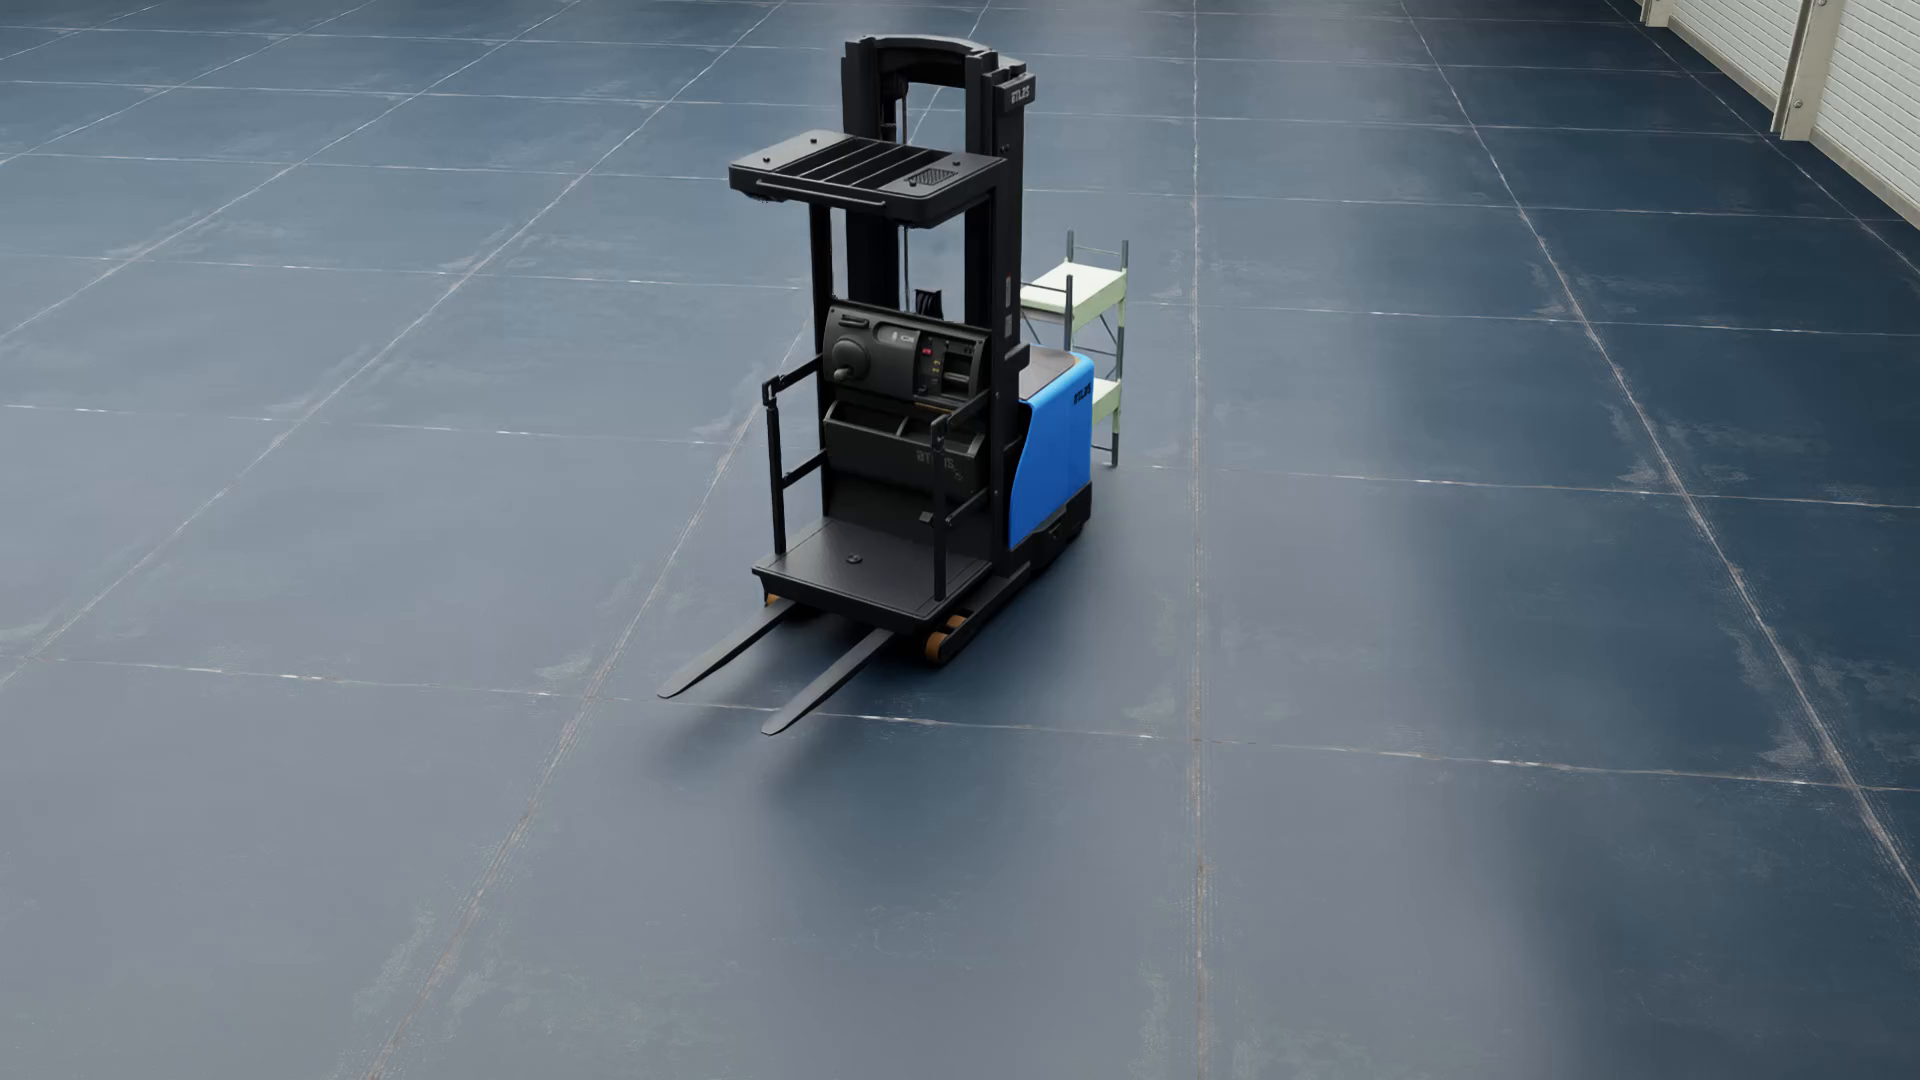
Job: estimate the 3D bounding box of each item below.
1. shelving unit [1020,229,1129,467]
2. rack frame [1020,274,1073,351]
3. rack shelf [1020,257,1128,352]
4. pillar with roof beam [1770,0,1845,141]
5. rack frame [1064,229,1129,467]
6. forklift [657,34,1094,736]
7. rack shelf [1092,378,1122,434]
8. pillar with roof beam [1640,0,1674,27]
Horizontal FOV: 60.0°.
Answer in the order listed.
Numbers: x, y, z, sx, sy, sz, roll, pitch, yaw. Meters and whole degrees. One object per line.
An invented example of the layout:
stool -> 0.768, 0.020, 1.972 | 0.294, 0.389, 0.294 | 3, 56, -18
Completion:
shelving unit -> 0.644, -1.026, 10.074 | 0.431, 1.500, 0.755 | 15, 32, 26
rack frame -> 0.460, -0.876, 9.795 | 0.400, 1.500, 0.023 | 15, 32, 26
rack shelf -> 0.644, -1.370, 9.889 | 0.431, 0.370, 0.720 | 15, 32, 26
pillar with roof beam -> 4.607, -8.534, 16.104 | 9.100, 9.000, 0.400 | 3, 28, 6
rack frame -> 0.828, -1.176, 10.352 | 0.400, 1.500, 0.023 | 15, 32, 26
forklift -> -0.397, -0.899, 8.329 | 1.130, 2.935, 3.031 | 15, 32, 26
rack shelf -> 0.644, -0.739, 10.228 | 0.431, 0.370, 0.720 | 15, 32, 26
pillar with roof beam -> 5.342, -11.359, 21.346 | 9.100, 9.000, 0.400 | 3, 28, 6
